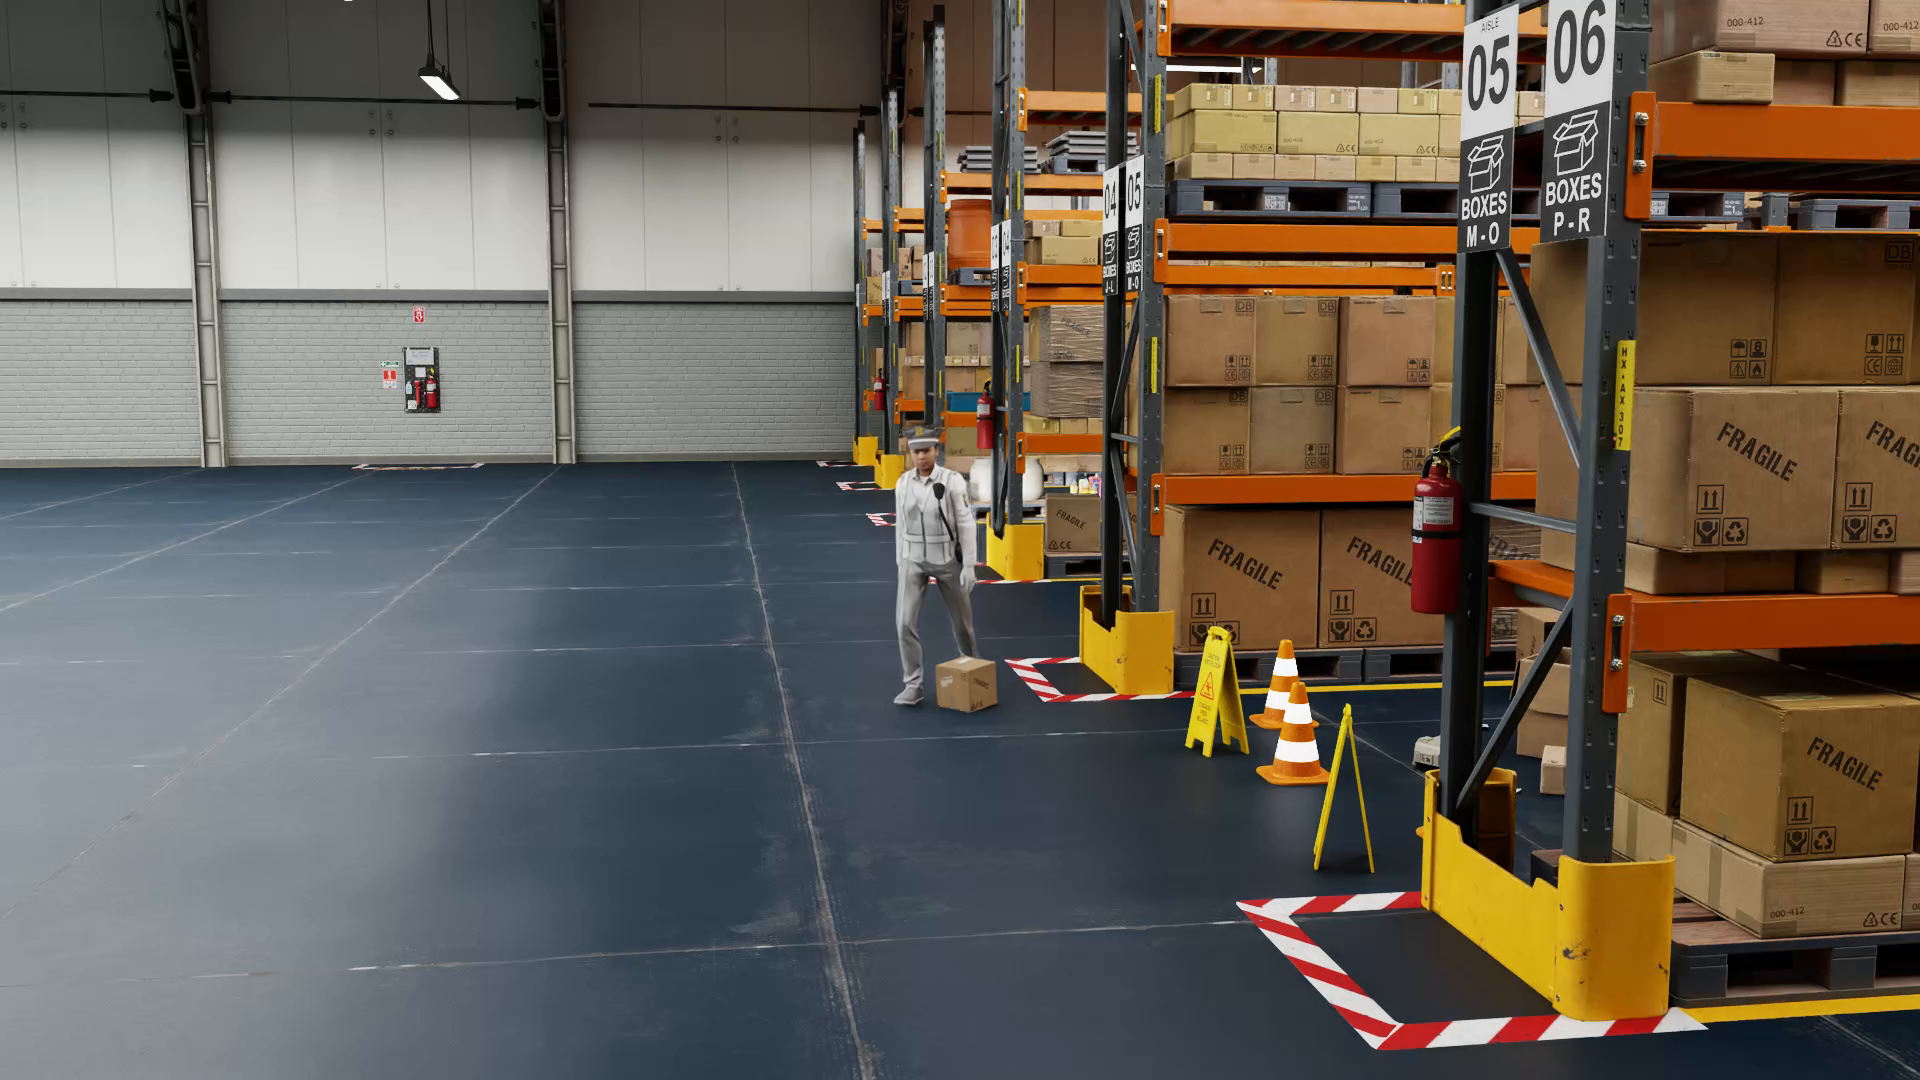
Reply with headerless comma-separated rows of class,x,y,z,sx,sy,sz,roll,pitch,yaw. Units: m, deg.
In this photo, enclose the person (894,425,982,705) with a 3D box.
person,-0.122,0.118,9.820,0.516,1.613,0.866,2,7,14
